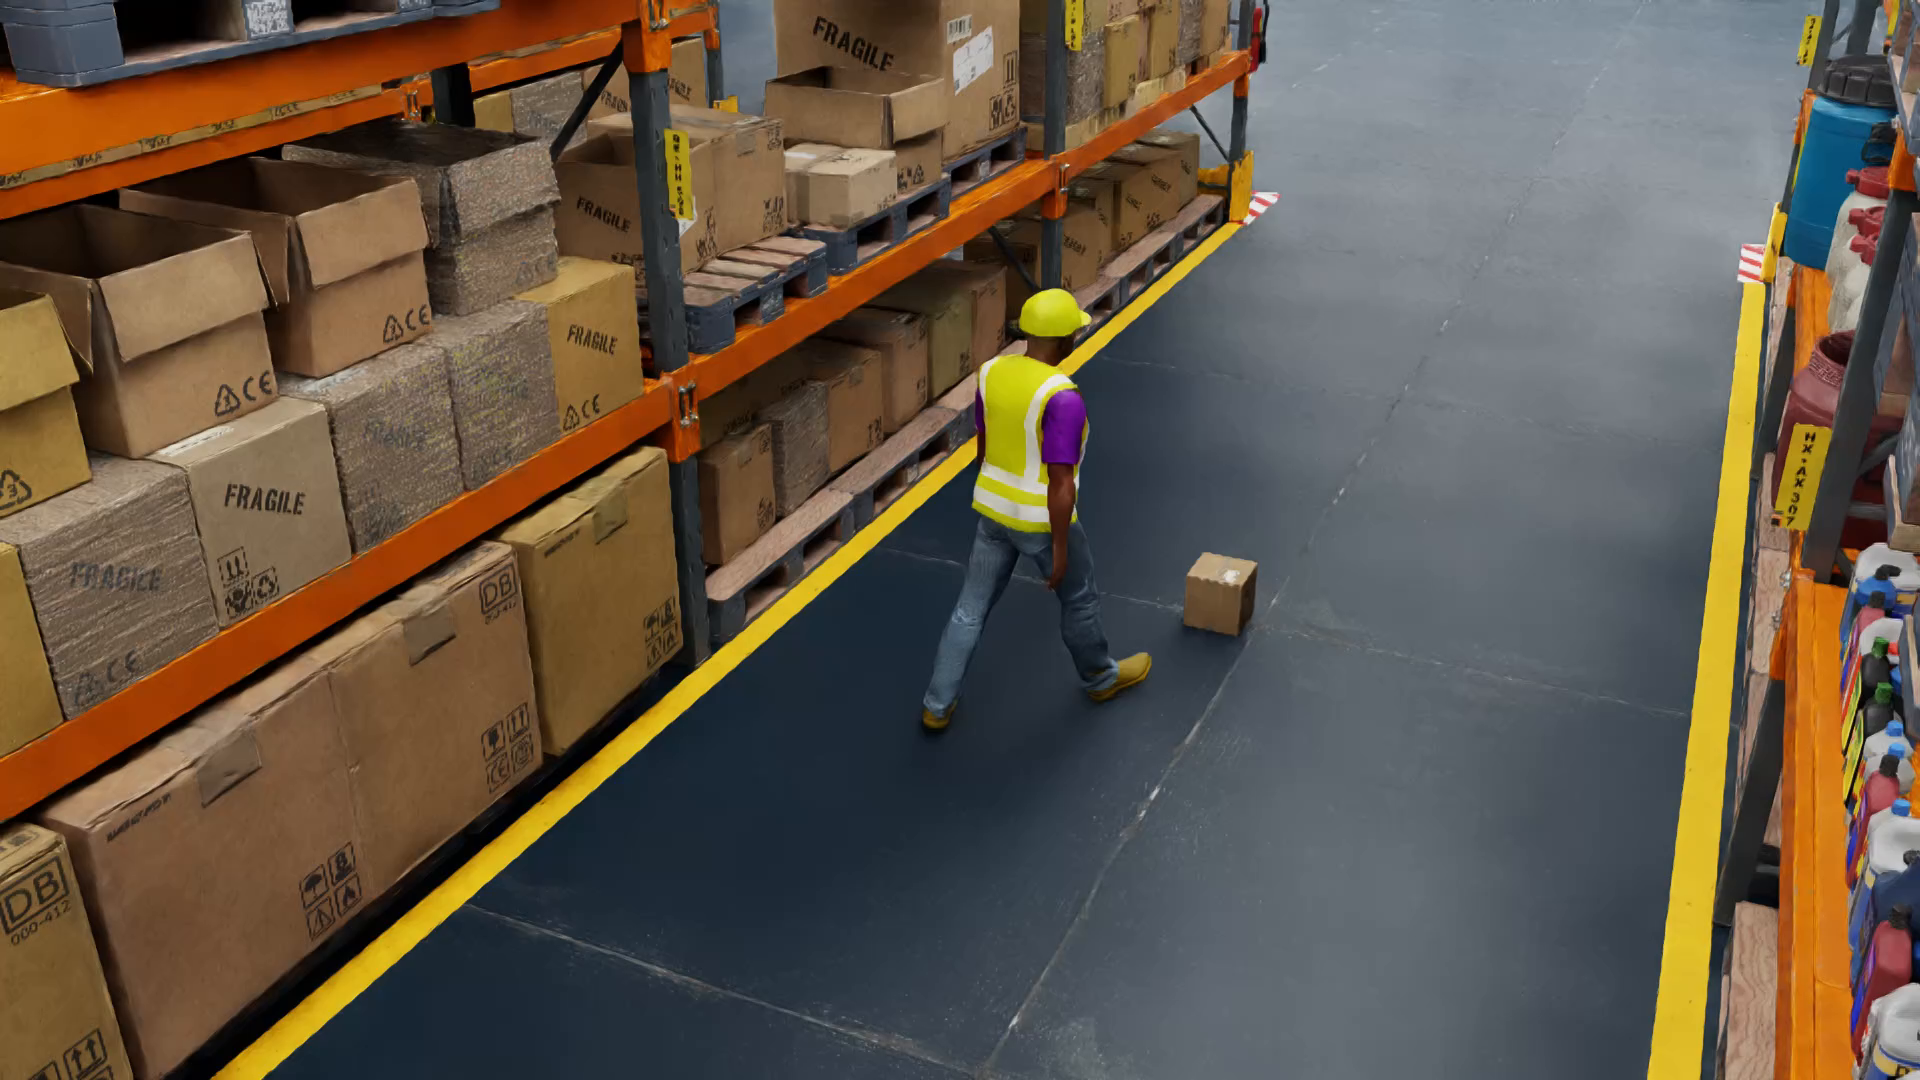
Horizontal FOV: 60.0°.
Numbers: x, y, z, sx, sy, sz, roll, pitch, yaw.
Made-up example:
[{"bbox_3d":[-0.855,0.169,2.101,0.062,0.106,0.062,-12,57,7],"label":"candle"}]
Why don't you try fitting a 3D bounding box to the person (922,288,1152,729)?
[{"bbox_3d":[0.283,-0.117,6.371,0.963,1.727,0.617,-22,33,-37],"label":"person"}]
